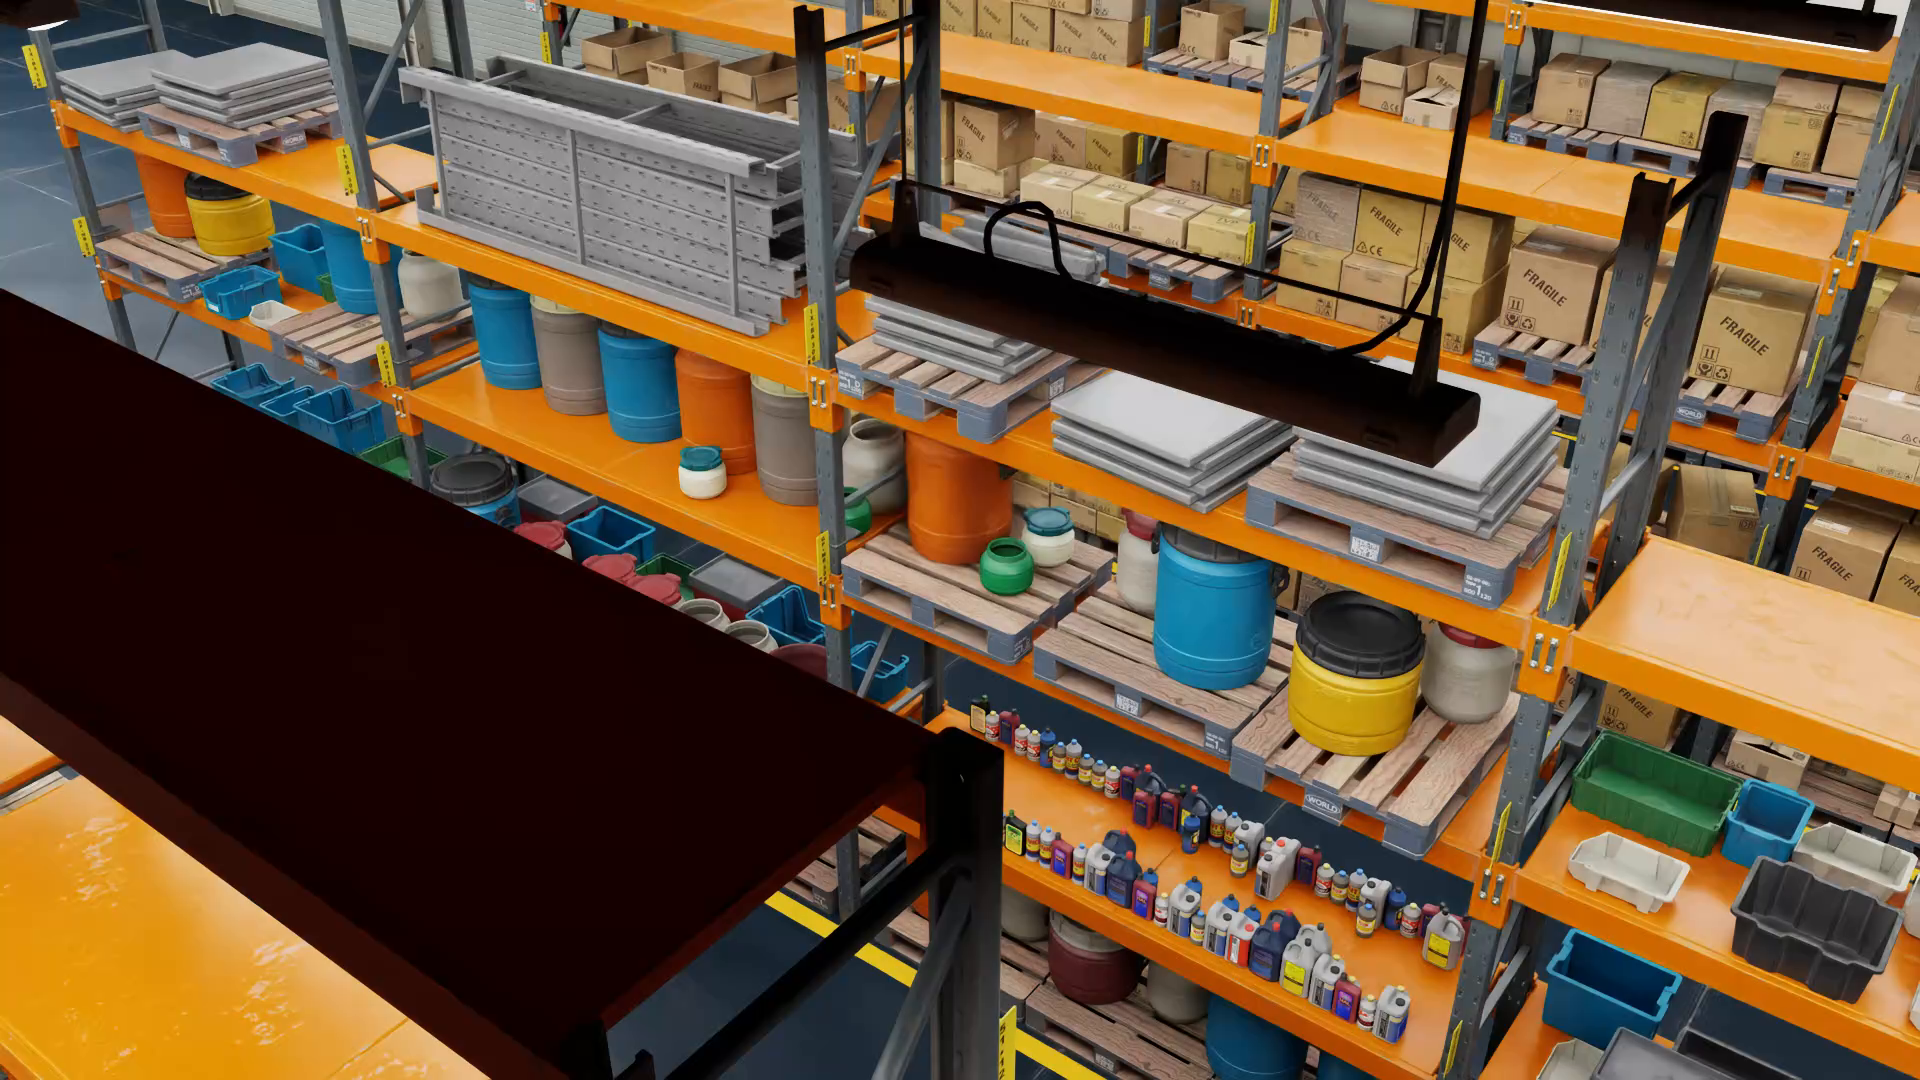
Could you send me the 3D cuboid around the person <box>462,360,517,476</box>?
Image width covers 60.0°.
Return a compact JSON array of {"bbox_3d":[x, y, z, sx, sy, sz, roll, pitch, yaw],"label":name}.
[{"bbox_3d":[-4.446,-1.409,15.888,0.605,1.755,0.497,-25,40,-35],"label":"person"}]
